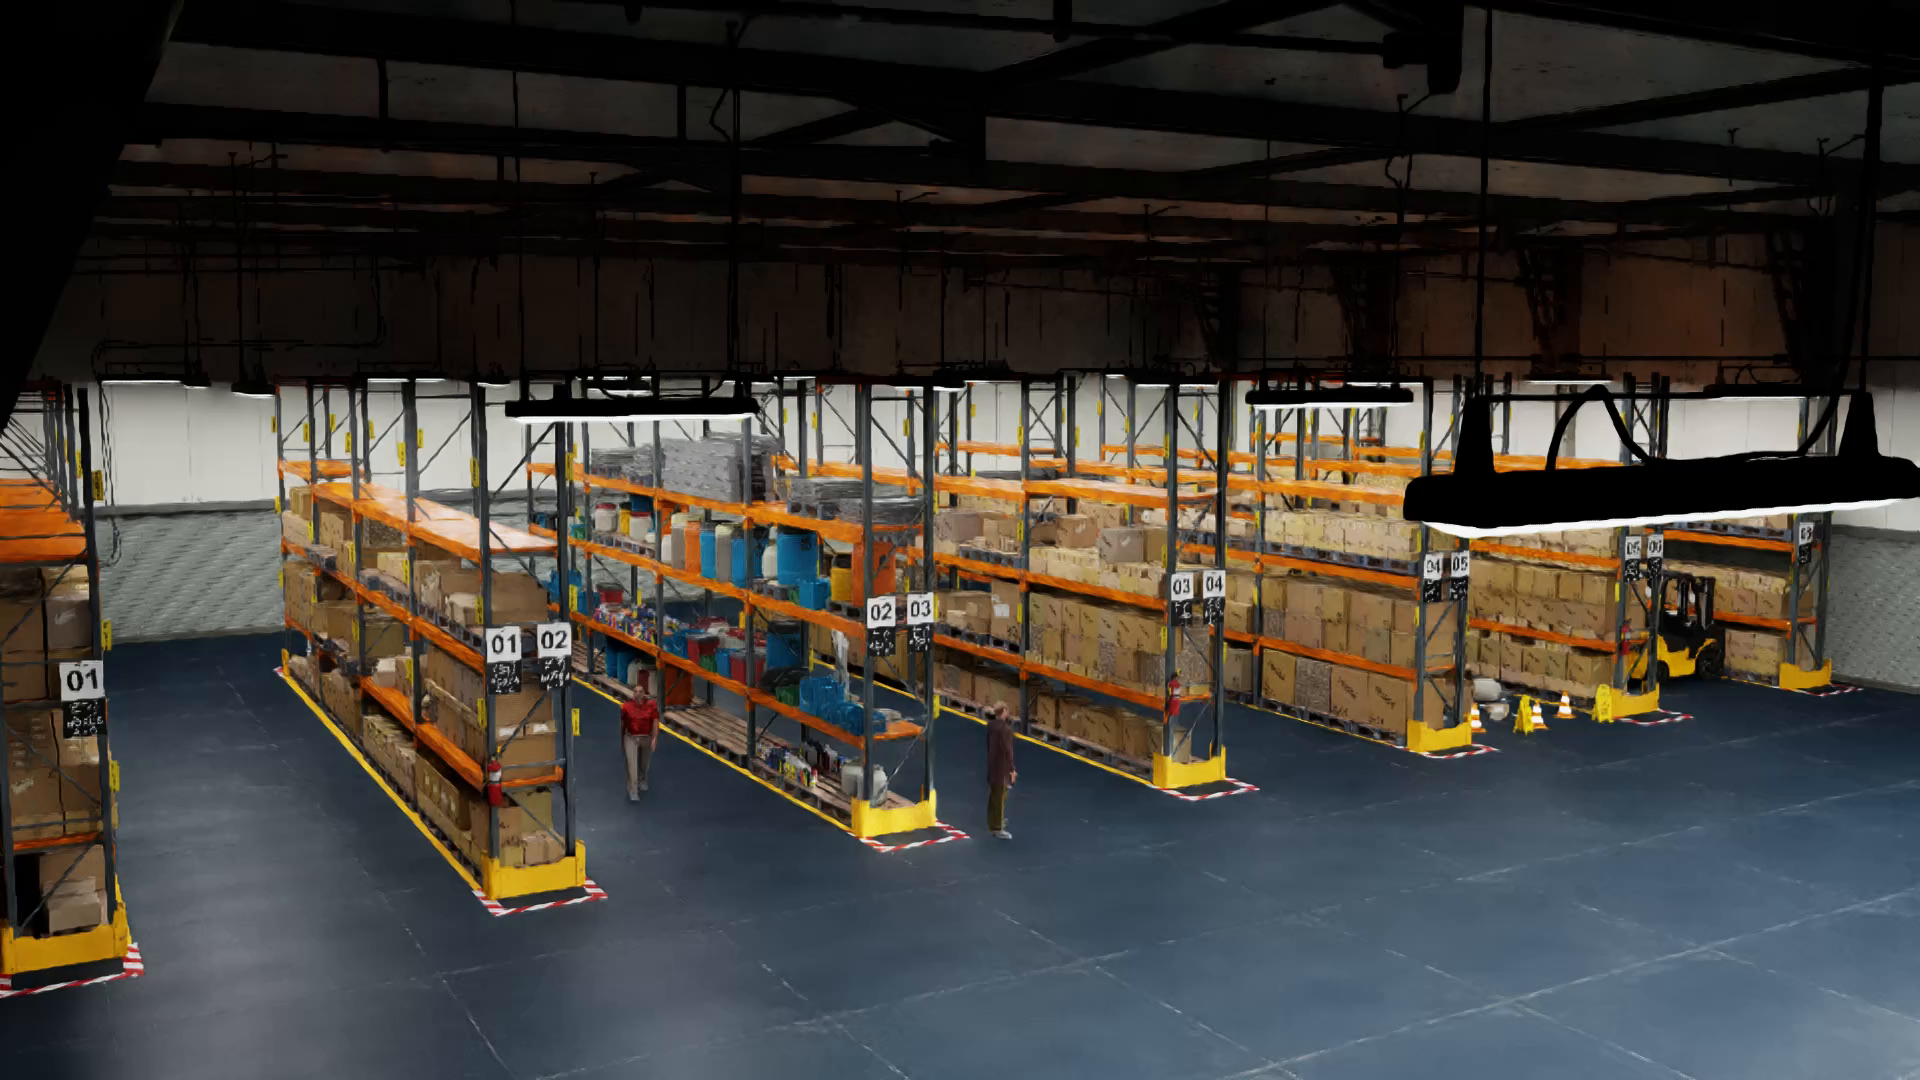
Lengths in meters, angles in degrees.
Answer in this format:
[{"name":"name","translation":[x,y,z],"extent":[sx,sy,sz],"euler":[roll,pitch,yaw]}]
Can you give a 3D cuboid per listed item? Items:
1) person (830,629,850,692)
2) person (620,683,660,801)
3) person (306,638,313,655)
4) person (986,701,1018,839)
[{"name":"person","translation":[-2.301,2.058,31.391],"extent":[0.455,1.677,0.525],"euler":[0,6,-1]},{"name":"person","translation":[-4.604,2.872,23.959],"extent":[0.532,1.659,1.040],"euler":[-2,7,-21]},{"name":"person","translation":[-13.722,1.634,35.634],"extent":[0.531,1.588,0.639],"euler":[1,6,7]},{"name":"person","translation":[0.545,3.012,22.096],"extent":[0.436,1.785,0.741],"euler":[-2,7,-19]}]
